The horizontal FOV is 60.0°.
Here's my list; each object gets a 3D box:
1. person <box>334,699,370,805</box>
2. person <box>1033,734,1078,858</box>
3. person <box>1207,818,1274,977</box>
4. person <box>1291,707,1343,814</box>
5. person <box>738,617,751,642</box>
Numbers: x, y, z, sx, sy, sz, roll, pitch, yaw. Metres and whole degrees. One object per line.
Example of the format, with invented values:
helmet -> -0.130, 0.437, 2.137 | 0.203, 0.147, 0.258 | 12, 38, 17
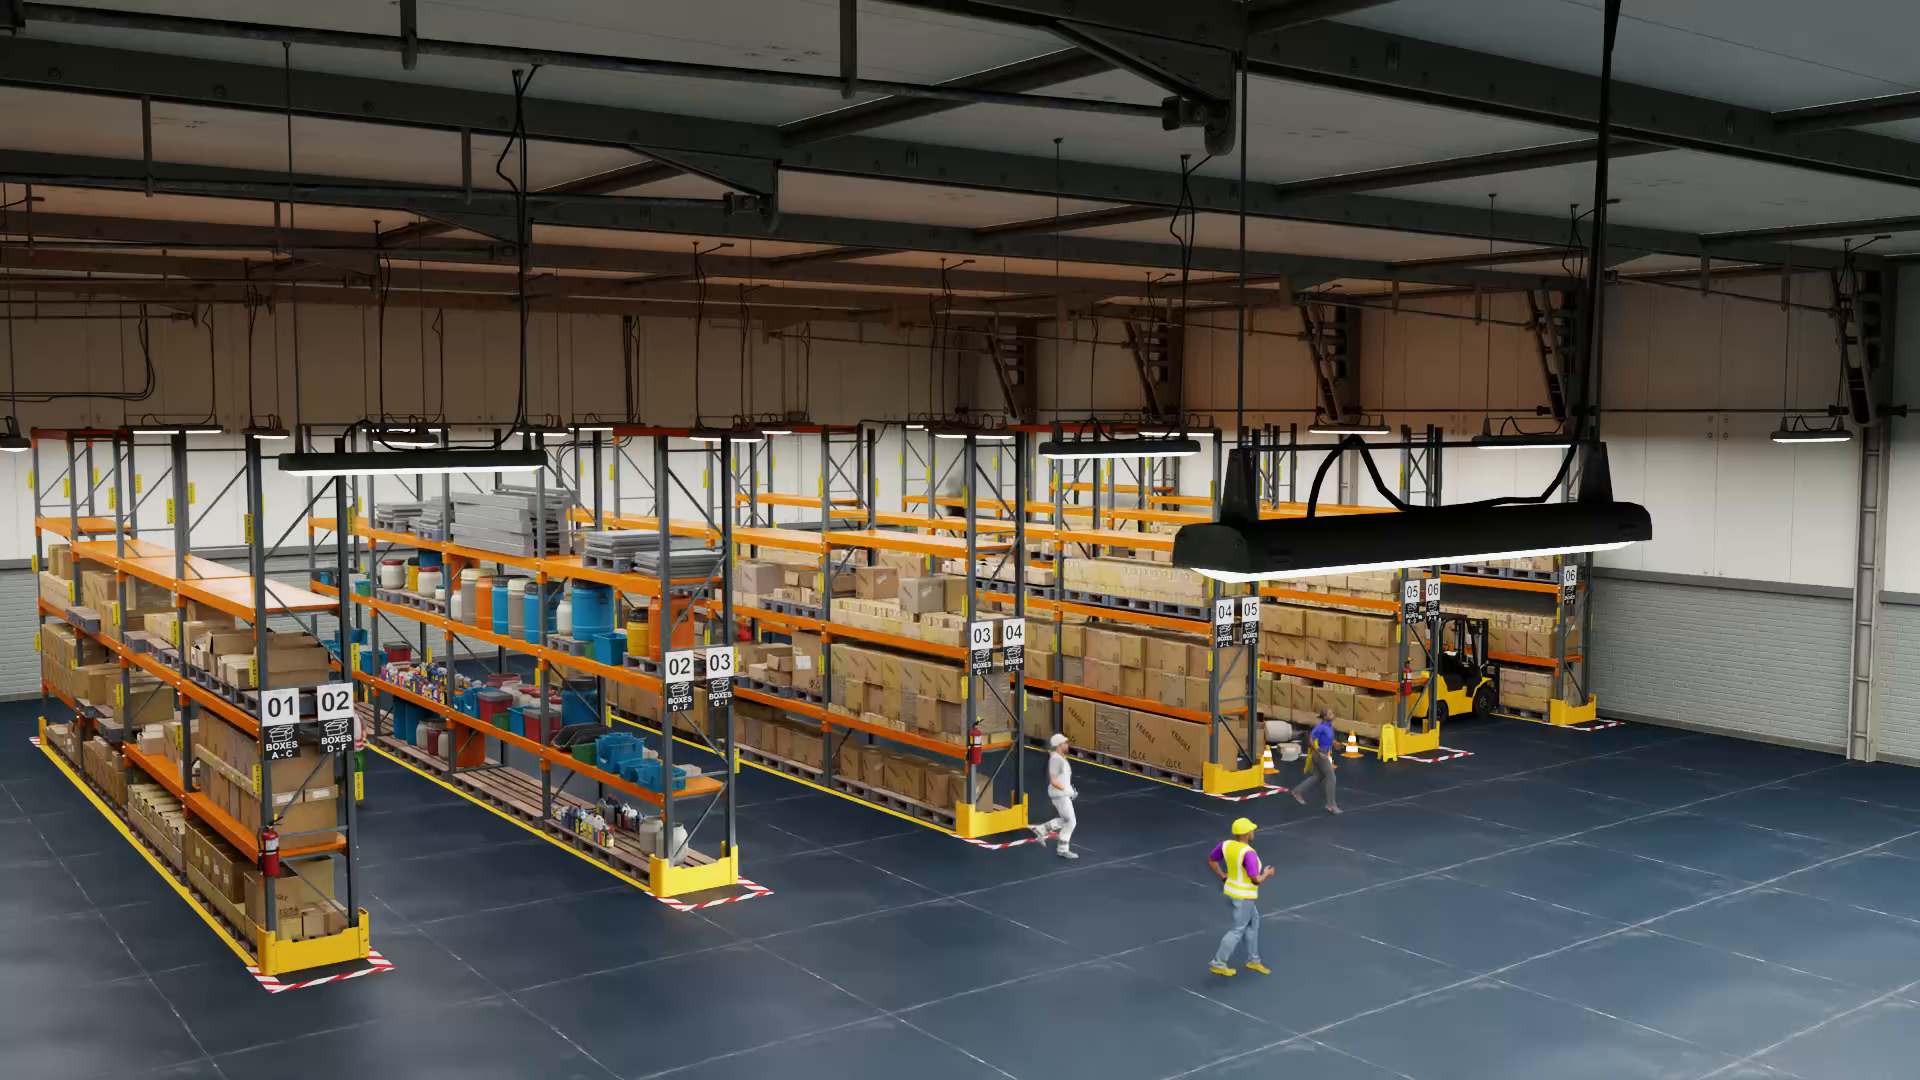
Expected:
person -> -9.756, 3.376, 26.621 | 0.601, 1.738, 0.658 | 4, 6, 39
person -> 1.353, 3.620, 23.583 | 0.637, 1.762, 0.713 | 0, 4, 4
person -> 3.128, 3.981, 18.468 | 0.785, 1.805, 0.691 | -1, 5, -17
person -> 5.652, 3.448, 26.221 | 0.829, 1.672, 0.555 | 2, 5, 21
person -> -4.715, 2.574, 37.181 | 0.667, 1.681, 0.595 | -3, 6, -38
